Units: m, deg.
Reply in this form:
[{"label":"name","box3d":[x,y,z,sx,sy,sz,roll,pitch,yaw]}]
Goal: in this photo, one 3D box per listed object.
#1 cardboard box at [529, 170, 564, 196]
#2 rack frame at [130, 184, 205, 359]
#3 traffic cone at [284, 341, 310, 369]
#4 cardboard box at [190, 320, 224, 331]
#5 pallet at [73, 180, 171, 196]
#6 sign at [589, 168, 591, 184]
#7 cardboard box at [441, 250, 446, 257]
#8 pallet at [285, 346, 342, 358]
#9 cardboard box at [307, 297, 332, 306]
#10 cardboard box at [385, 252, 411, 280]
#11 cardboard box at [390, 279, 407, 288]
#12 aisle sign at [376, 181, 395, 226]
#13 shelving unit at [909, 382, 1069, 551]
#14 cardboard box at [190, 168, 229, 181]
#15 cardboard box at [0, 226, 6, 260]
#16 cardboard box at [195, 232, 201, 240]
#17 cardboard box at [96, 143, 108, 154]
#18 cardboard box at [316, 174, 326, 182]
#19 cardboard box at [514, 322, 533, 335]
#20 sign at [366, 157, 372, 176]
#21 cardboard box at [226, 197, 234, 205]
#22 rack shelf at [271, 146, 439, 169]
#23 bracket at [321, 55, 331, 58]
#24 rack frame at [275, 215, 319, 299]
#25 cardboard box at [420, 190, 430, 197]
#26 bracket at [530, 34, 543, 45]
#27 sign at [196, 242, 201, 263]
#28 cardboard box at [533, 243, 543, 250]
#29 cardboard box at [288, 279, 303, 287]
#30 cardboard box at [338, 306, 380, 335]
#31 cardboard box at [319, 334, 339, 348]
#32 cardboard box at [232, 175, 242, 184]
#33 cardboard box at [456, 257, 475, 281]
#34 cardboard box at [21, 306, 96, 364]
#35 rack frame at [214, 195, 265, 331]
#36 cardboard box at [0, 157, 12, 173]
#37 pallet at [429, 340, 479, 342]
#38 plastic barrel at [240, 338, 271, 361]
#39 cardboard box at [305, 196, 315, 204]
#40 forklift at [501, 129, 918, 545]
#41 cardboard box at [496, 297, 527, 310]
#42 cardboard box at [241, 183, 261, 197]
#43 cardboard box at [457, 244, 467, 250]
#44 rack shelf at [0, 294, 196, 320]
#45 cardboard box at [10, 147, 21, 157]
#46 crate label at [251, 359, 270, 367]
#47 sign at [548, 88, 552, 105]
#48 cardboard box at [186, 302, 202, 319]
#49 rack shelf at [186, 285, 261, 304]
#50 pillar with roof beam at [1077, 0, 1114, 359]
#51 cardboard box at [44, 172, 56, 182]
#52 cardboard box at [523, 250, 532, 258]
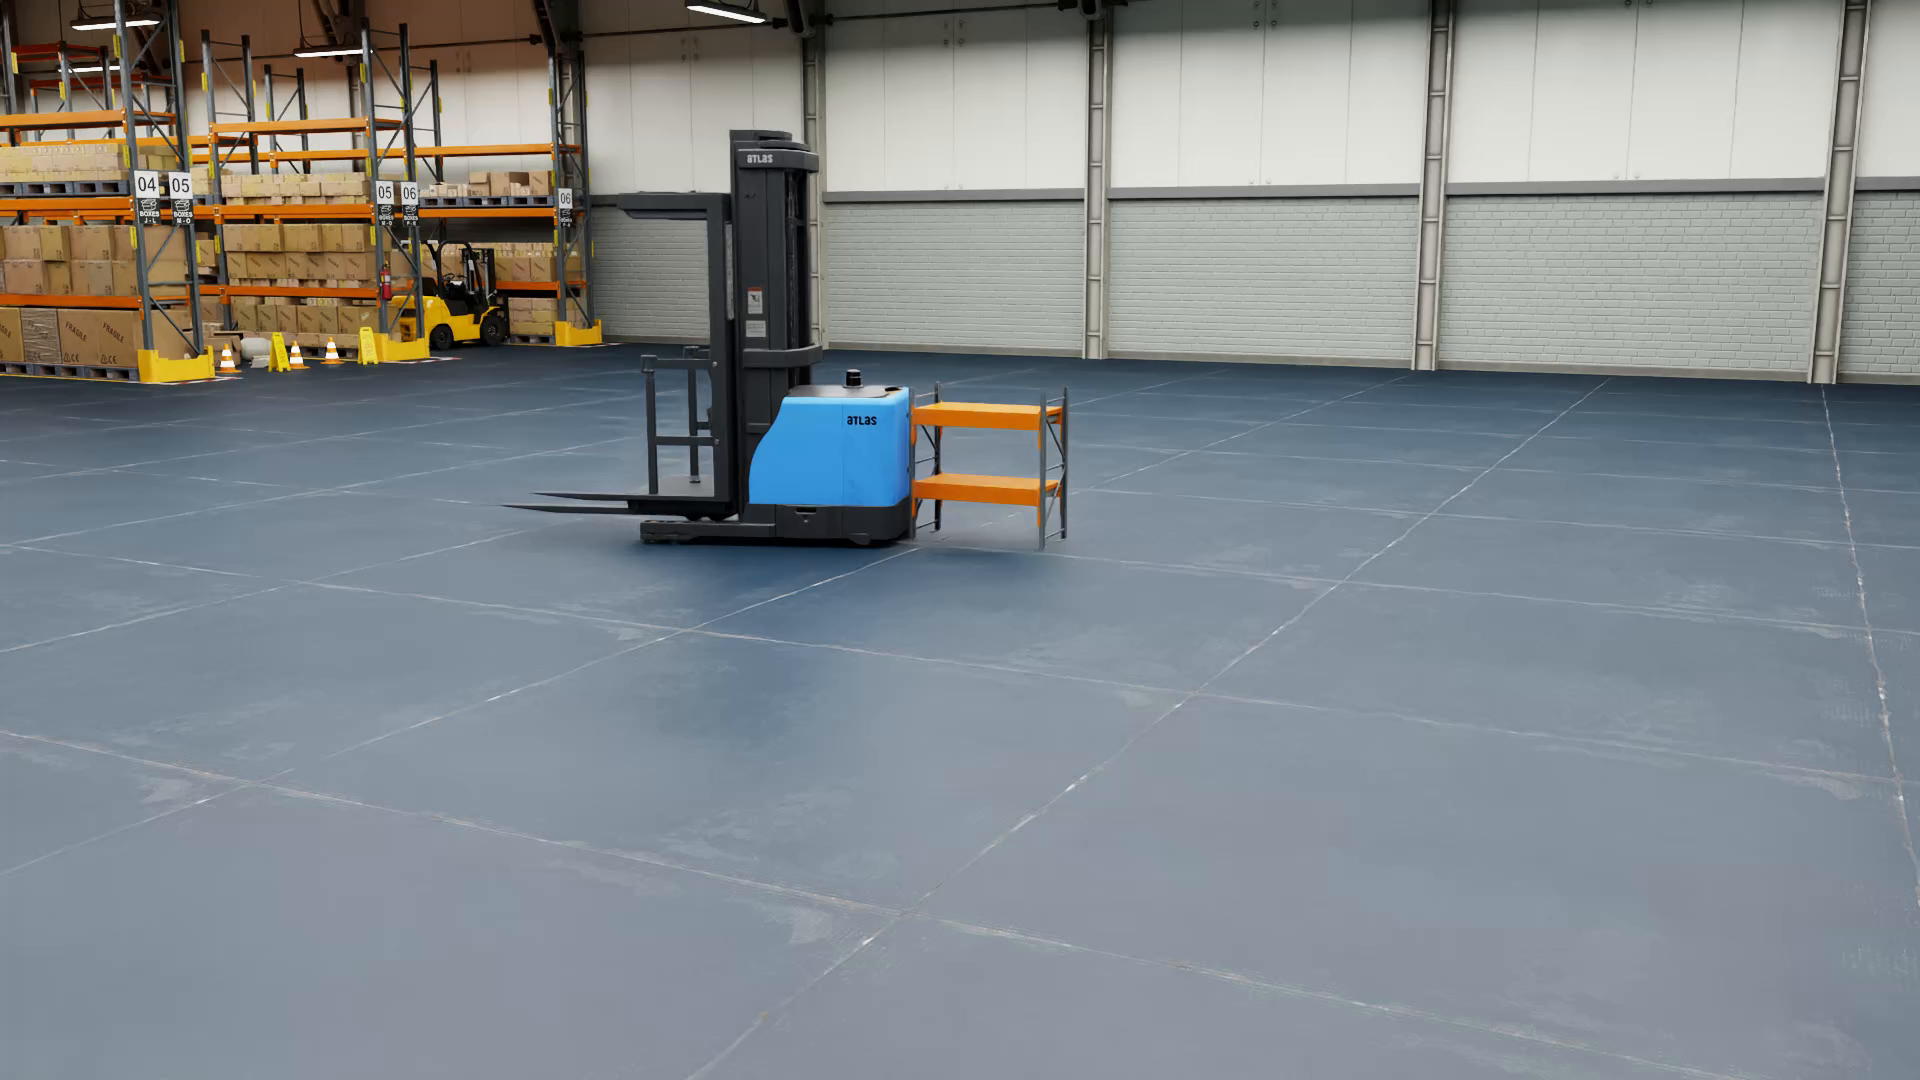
[{"label":"cardboard box","box3d":[-8.534,-7.368,34.354,0.500,0.500,0.500,5,12,28]},{"label":"rack frame","box3d":[-12.322,-3.999,25.905,0.127,3.000,1.000,5,11,26]},{"label":"traffic cone","box3d":[-11.365,-3.173,28.464,0.334,0.463,0.336,5,11,26]},{"label":"cardboard box","box3d":[-14.927,-4.124,32.791,0.625,0.372,0.950,6,12,29]},{"label":"pallet","box3d":[-12.992,-5.488,25.959,1.213,0.211,1.003,5,11,26]},{"label":"sign","box3d":[-7.778,-7.624,34.834,0.005,0.325,0.100,5,11,26]},{"label":"cardboard box","box3d":[-10.968,-6.171,35.802,0.250,0.149,0.380,5,11,26]},{"label":"pallet","box3d":[-12.093,-3.598,31.515,1.213,0.211,1.003,5,11,26]},{"label":"cardboard box","box3d":[-11.874,-4.421,30.847,0.250,0.149,0.380,6,12,28]},{"label":"cardboard box","box3d":[-10.524,-5.075,30.732,0.500,0.500,0.500,5,11,25]},{"label":"cardboard box","box3d":[-10.435,-4.734,30.670,0.250,0.149,0.380,5,11,26]},{"label":"aisle sign","box3d":[-10.295,-6.026,29.802,0.004,0.787,0.394,5,11,26]},{"label":"shelving unit","box3d":[0.208,-0.554,12.131,1.048,1.125,0.538,4,11,23]},{"label":"cardboard box","box3d":[-14.385,-6.993,31.863,0.500,0.250,0.500,5,12,27]},{"label":"cardboard box","box3d":[-15.593,-4.885,27.346,0.550,0.550,0.875,5,11,26]},{"label":"cardboard box","box3d":[-14.947,-5.887,32.218,0.250,0.149,0.380,5,11,24]},{"label":"cardboard box","box3d":[-12.997,-5.992,25.500,0.250,0.149,0.380,5,11,26]},{"label":"cardboard box","box3d":[-11.528,-6.614,30.398,0.250,0.149,0.380,5,11,26]},{"label":"cardboard box","box3d":[-9.032,-4.472,35.057,0.500,0.250,0.500,5,11,26]},{"label":"sign","box3d":[-10.486,-6.622,29.490,0.005,0.325,0.100,5,11,26]},{"label":"cardboard box","box3d":[-13.636,-6.401,31.458,0.250,0.149,0.380,5,11,25]},{"label":"rack shelf","box3d":[-13.410,-8.465,36.876,4.000,0.370,1.077,5,11,26]},{"label":"bracket","box3d":[-14.165,-10.962,37.422,0.430,0.232,0.235,5,11,26]},{"label":"rack frame","box3d":[-15.203,-6.221,38.182,0.127,3.000,1.000,5,11,26]},{"label":"cardboard box","box3d":[-11.348,-7.430,35.686,0.250,0.149,0.380,5,12,27]},{"label":"bracket","box3d":[-8.784,-10.489,34.810,0.430,0.232,0.235,5,11,26]},{"label":"sign","box3d":[-12.071,-4.552,26.308,0.005,0.325,0.100,5,11,26]},{"label":"cardboard box","box3d":[-8.679,-6.115,34.655,0.250,0.149,0.380,5,11,26]},{"label":"cardboard box","box3d":[-12.287,-4.796,31.010,0.250,0.149,0.380,5,11,26]},{"label":"cardboard box","box3d":[-11.056,-4.042,30.576,0.500,0.500,0.500,5,11,26]},{"label":"cardboard box","box3d":[-11.527,-3.714,30.871,0.500,0.250,0.500,5,11,26]},{"label":"cardboard box","box3d":[-13.425,-6.765,31.230,0.250,0.149,0.380,5,12,28]},{"label":"cardboard box","box3d":[-10.405,-5.800,35.576,0.500,0.500,0.500,5,11,25]},{"label":"cardboard box","box3d":[-14.566,-3.344,27.073,0.875,0.875,0.875,5,11,26]},{"label":"rack frame","box3d":[-13.809,-5.113,32.058,0.127,3.000,1.000,5,11,26]},{"label":"cardboard box","box3d":[-15.141,-5.996,26.641,0.500,0.250,0.500,5,11,25]},{"label":"pallet","box3d":[-10.922,-4.465,36.305,1.213,0.211,1.003,5,11,26]},{"label":"plastic barrel","box3d":[-12.744,-3.451,30.109,0.512,0.421,0.421,-4,11,-23]},{"label":"cardboard box","box3d":[-11.802,-6.239,30.563,0.250,0.149,0.380,5,11,24]},{"label":"forklift","box3d":[-1.885,-1.502,12.297,3.031,2.935,1.130,1,10,8]},{"label":"cardboard box","box3d":[-9.498,-5.000,35.170,0.500,0.250,0.500,5,11,27]},{"label":"cardboard box","box3d":[-13.069,-6.544,31.128,0.500,0.250,0.500,5,11,25]},{"label":"cardboard box","box3d":[-10.524,-6.271,35.517,0.250,0.149,0.380,5,11,25]},{"label":"rack shelf","box3d":[-14.115,-3.803,26.839,4.000,0.370,1.077,5,11,26]},{"label":"cardboard box","box3d":[-14.818,-6.152,26.383,0.250,0.149,0.380,5,11,26]},{"label":"crate label","box3d":[-12.097,-3.065,28.781,0.298,0.136,0.250,-1,10,-4]},{"label":"sign","box3d":[-8.282,-8.956,33.601,0.005,0.325,0.100,5,11,26]},{"label":"cardboard box","box3d":[-17.974,-5.399,39.476,0.500,0.500,0.500,5,11,25]},{"label":"rack shelf","box3d":[-15.603,-4.917,32.993,4.000,0.370,1.077,5,11,26]},{"label":"pillar with roof beam","box3d":[0.602,-7.108,26.239,0.548,9.000,9.100,5,11,26]},{"label":"cardboard box","box3d":[-14.137,-5.700,26.124,0.250,0.149,0.380,5,11,27]},{"label":"cardboard box","box3d":[-8.912,-5.987,34.788,0.250,0.149,0.380,5,12,27]}]
